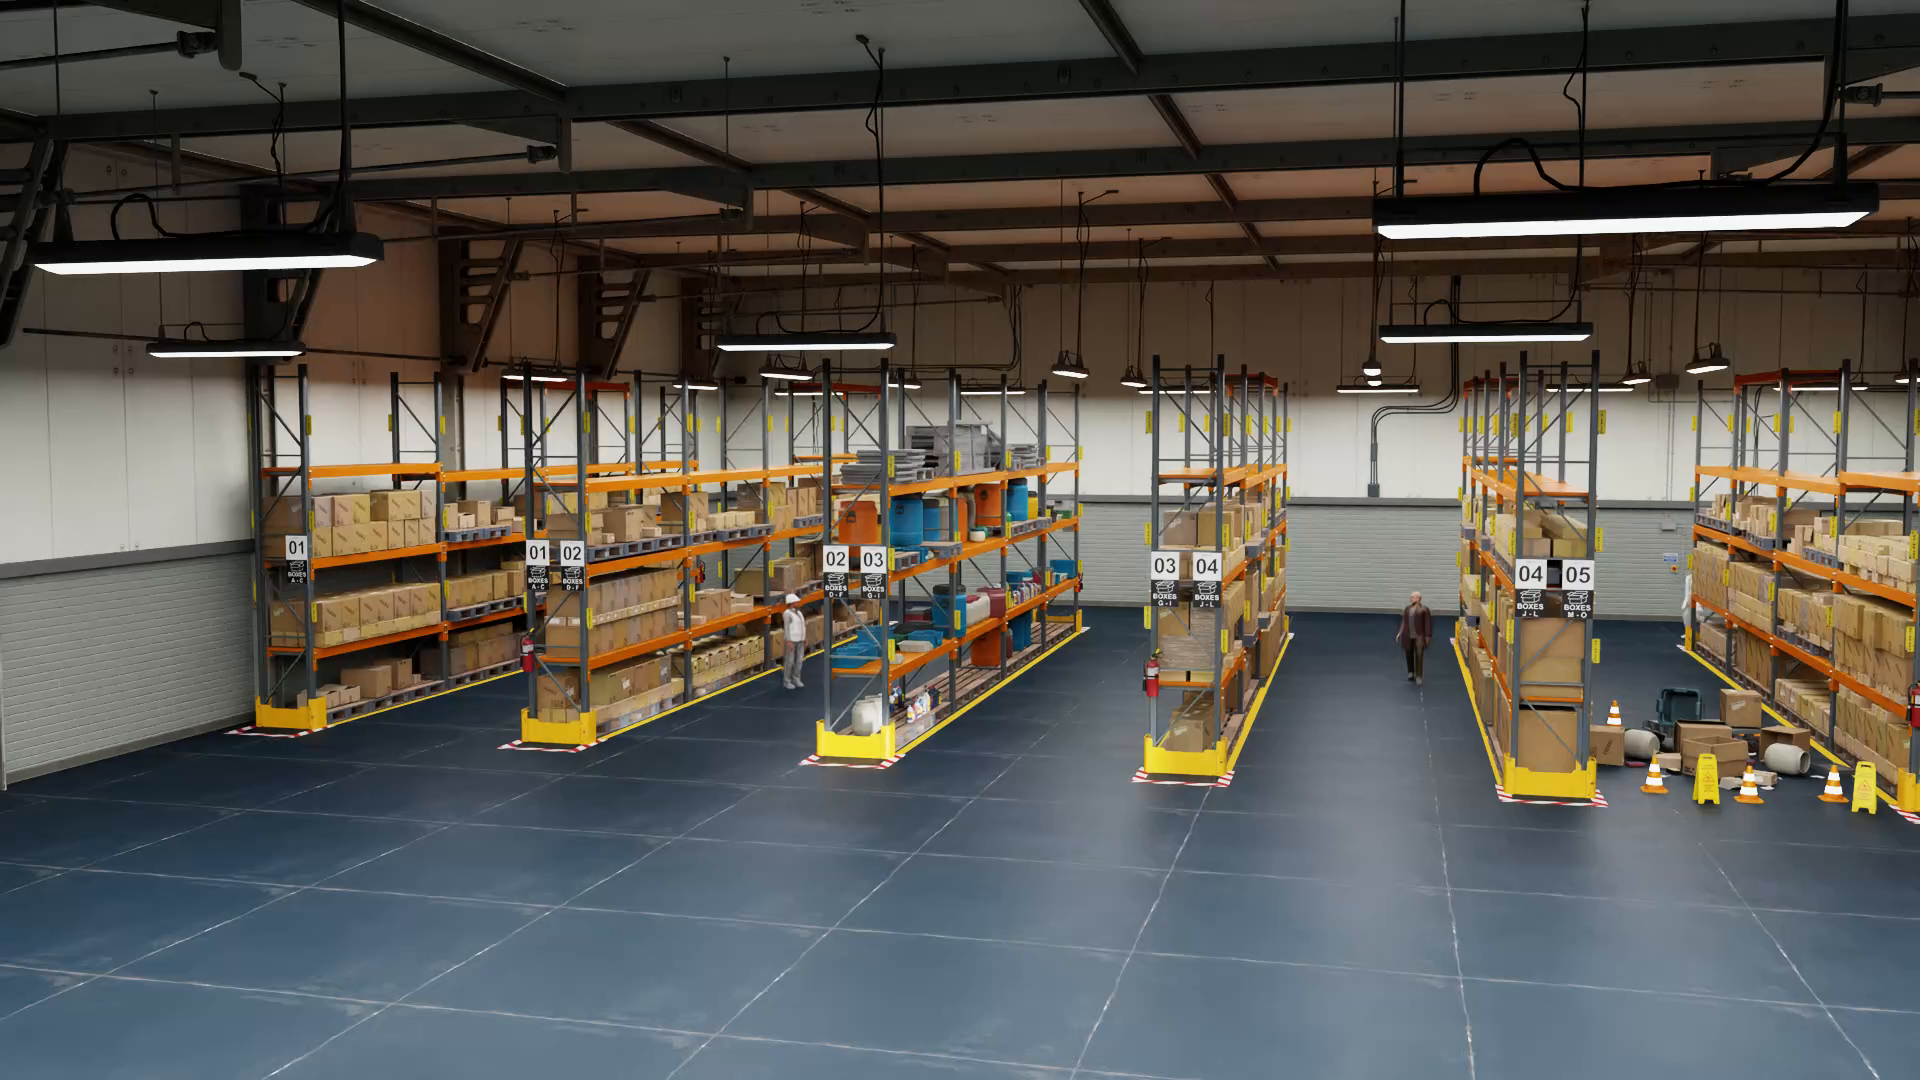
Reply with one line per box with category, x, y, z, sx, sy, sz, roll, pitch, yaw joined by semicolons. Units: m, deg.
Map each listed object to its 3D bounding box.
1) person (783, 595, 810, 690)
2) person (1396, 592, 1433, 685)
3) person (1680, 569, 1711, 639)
person;-3.128;1.921;31.397;0.387;1.793;0.590;3;5;40
person;8.826;1.886;32.315;0.665;1.735;1.048;1;4;16
person;17.180;1.433;38.880;0.726;1.756;0.667;-2;4;-24
